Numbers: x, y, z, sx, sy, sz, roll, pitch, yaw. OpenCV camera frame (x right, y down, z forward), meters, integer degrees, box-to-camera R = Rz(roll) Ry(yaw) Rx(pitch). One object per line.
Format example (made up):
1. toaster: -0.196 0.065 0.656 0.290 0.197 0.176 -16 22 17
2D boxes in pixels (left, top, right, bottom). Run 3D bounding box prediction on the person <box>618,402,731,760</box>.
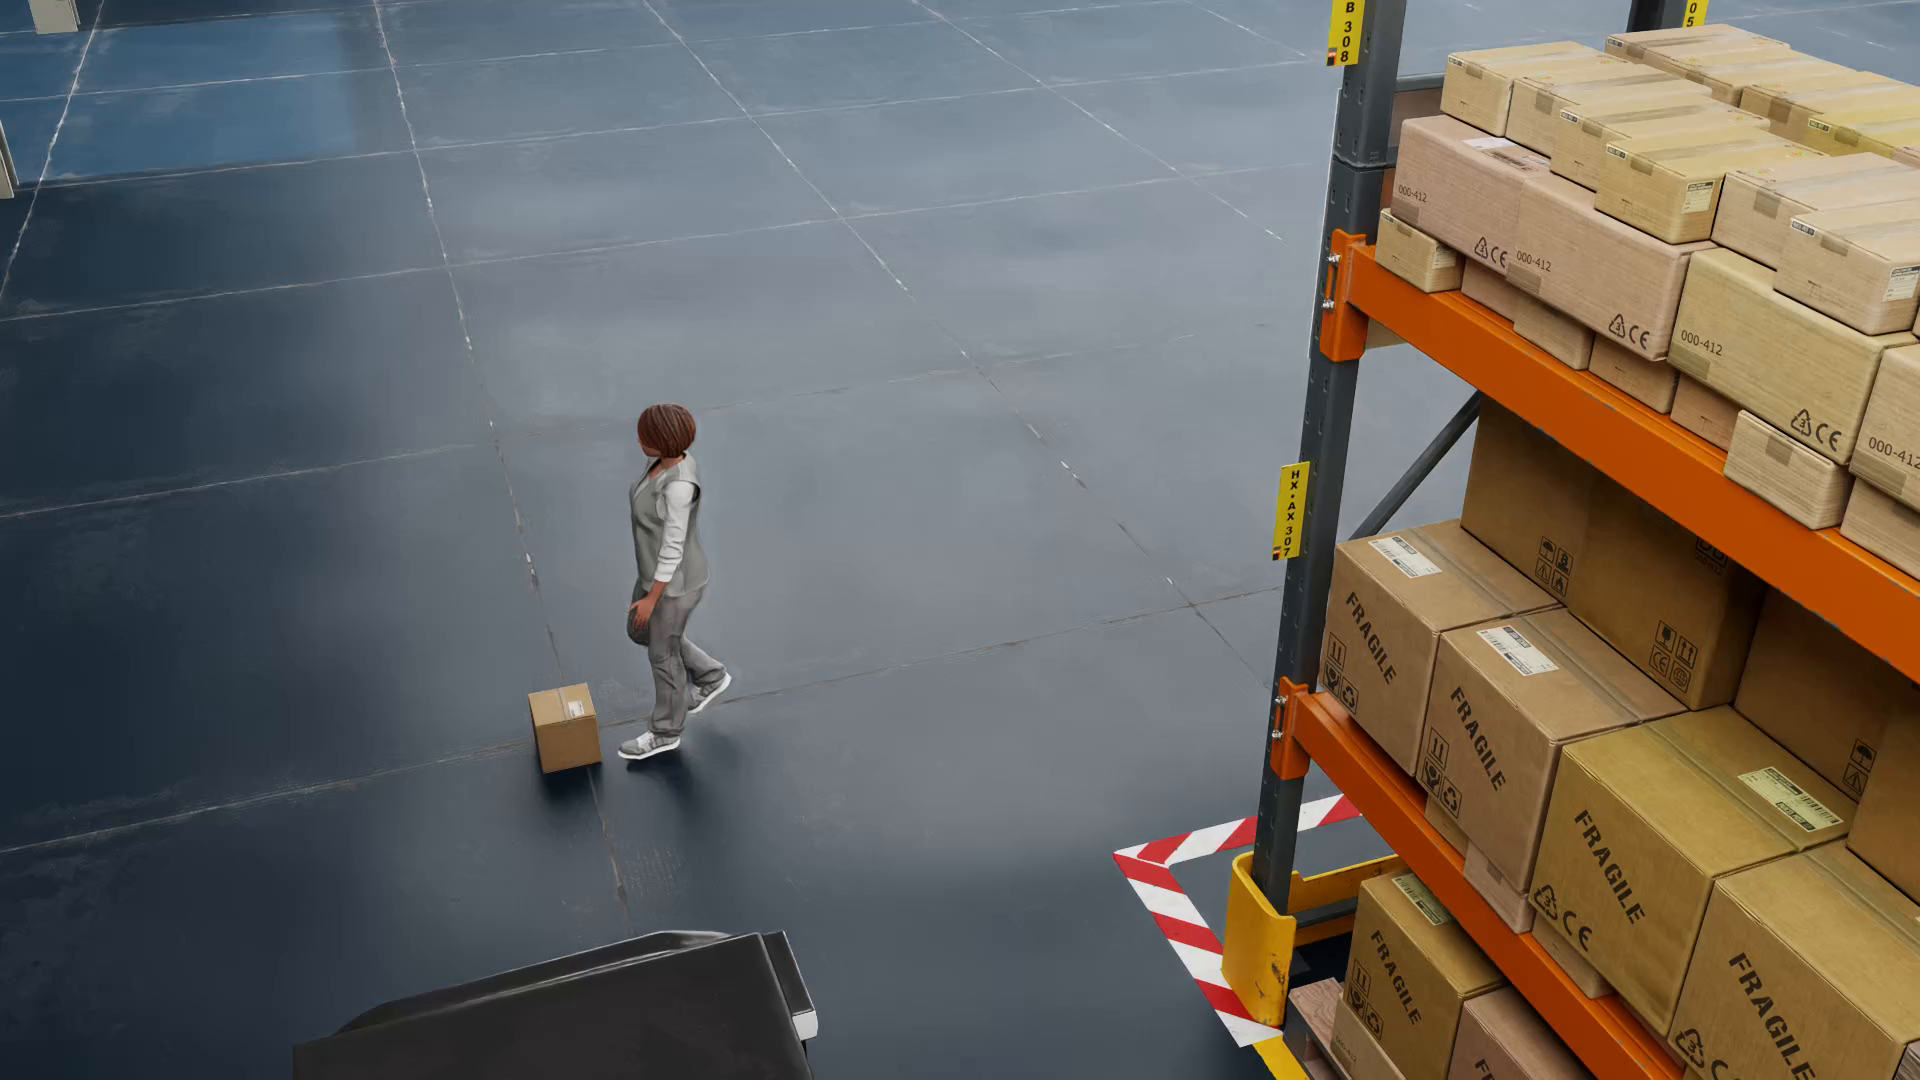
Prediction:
1. person: -1.224 0.166 6.820 0.536 1.590 0.435 -9 32 -15
